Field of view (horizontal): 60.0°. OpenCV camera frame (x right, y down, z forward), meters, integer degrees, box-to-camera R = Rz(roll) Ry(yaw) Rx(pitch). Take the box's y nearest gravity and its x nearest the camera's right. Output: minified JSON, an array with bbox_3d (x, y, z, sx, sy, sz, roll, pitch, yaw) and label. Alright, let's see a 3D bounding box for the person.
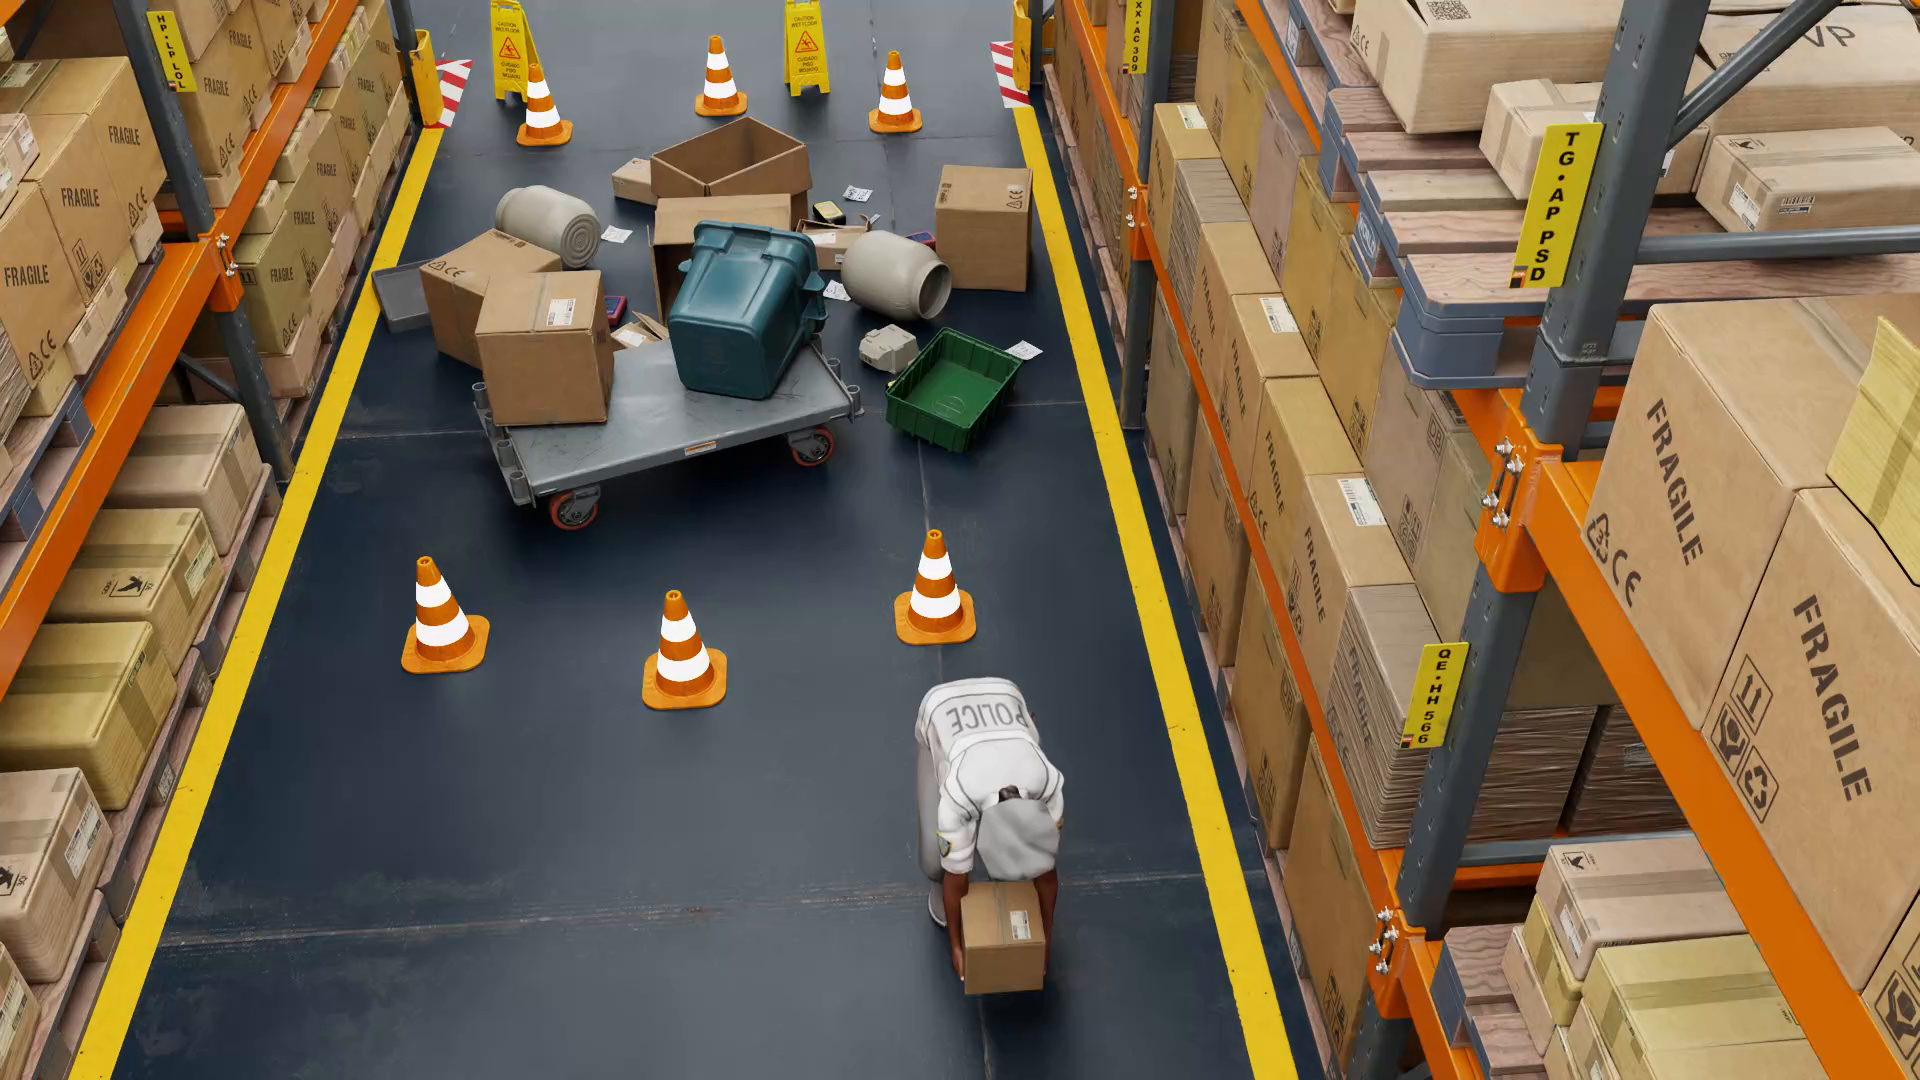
[{"bbox_3d":[0.093,0.980,5.462,0.452,1.030,0.932,-5,40,-7],"label":"person"}]
